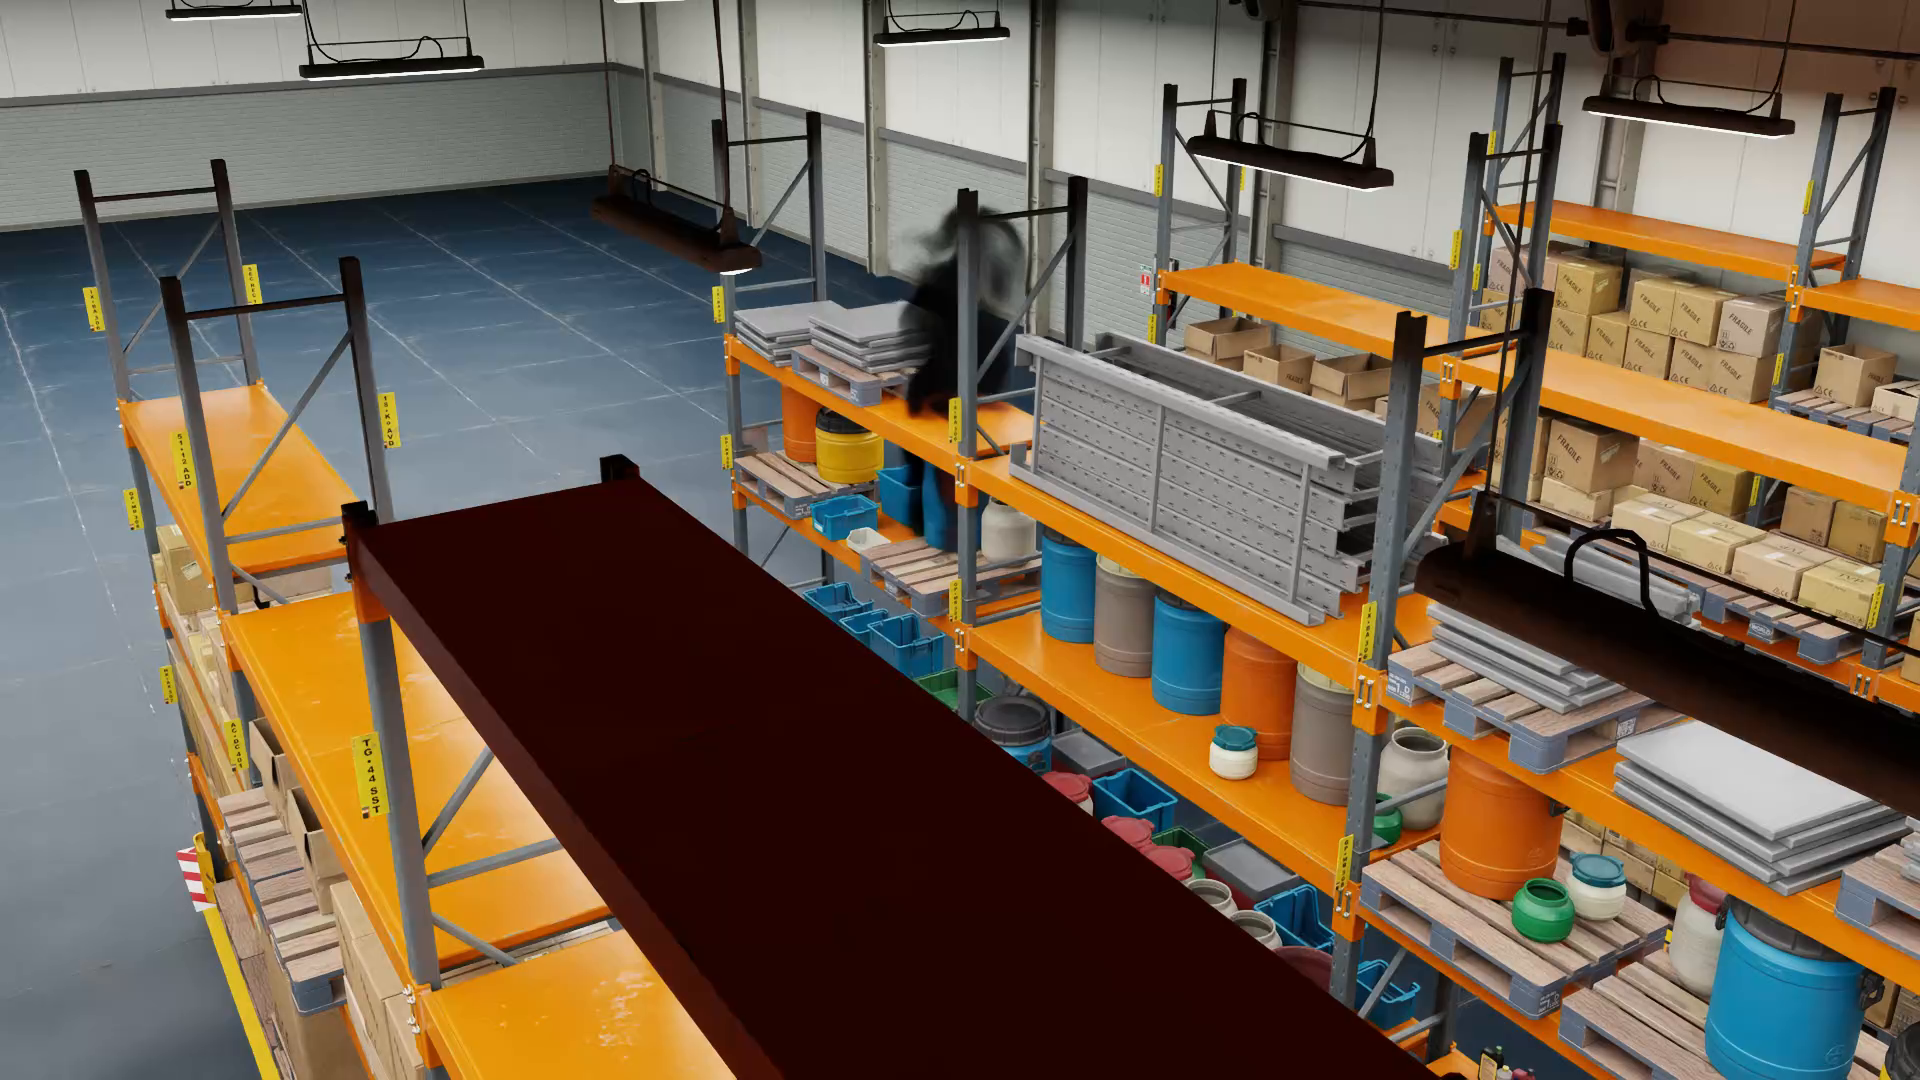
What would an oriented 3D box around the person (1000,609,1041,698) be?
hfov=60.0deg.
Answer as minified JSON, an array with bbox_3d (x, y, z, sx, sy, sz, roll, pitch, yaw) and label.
[{"bbox_3d":[0.678,1.309,15.851,0.691,1.741,0.772,-11,24,-26],"label":"person"}]
